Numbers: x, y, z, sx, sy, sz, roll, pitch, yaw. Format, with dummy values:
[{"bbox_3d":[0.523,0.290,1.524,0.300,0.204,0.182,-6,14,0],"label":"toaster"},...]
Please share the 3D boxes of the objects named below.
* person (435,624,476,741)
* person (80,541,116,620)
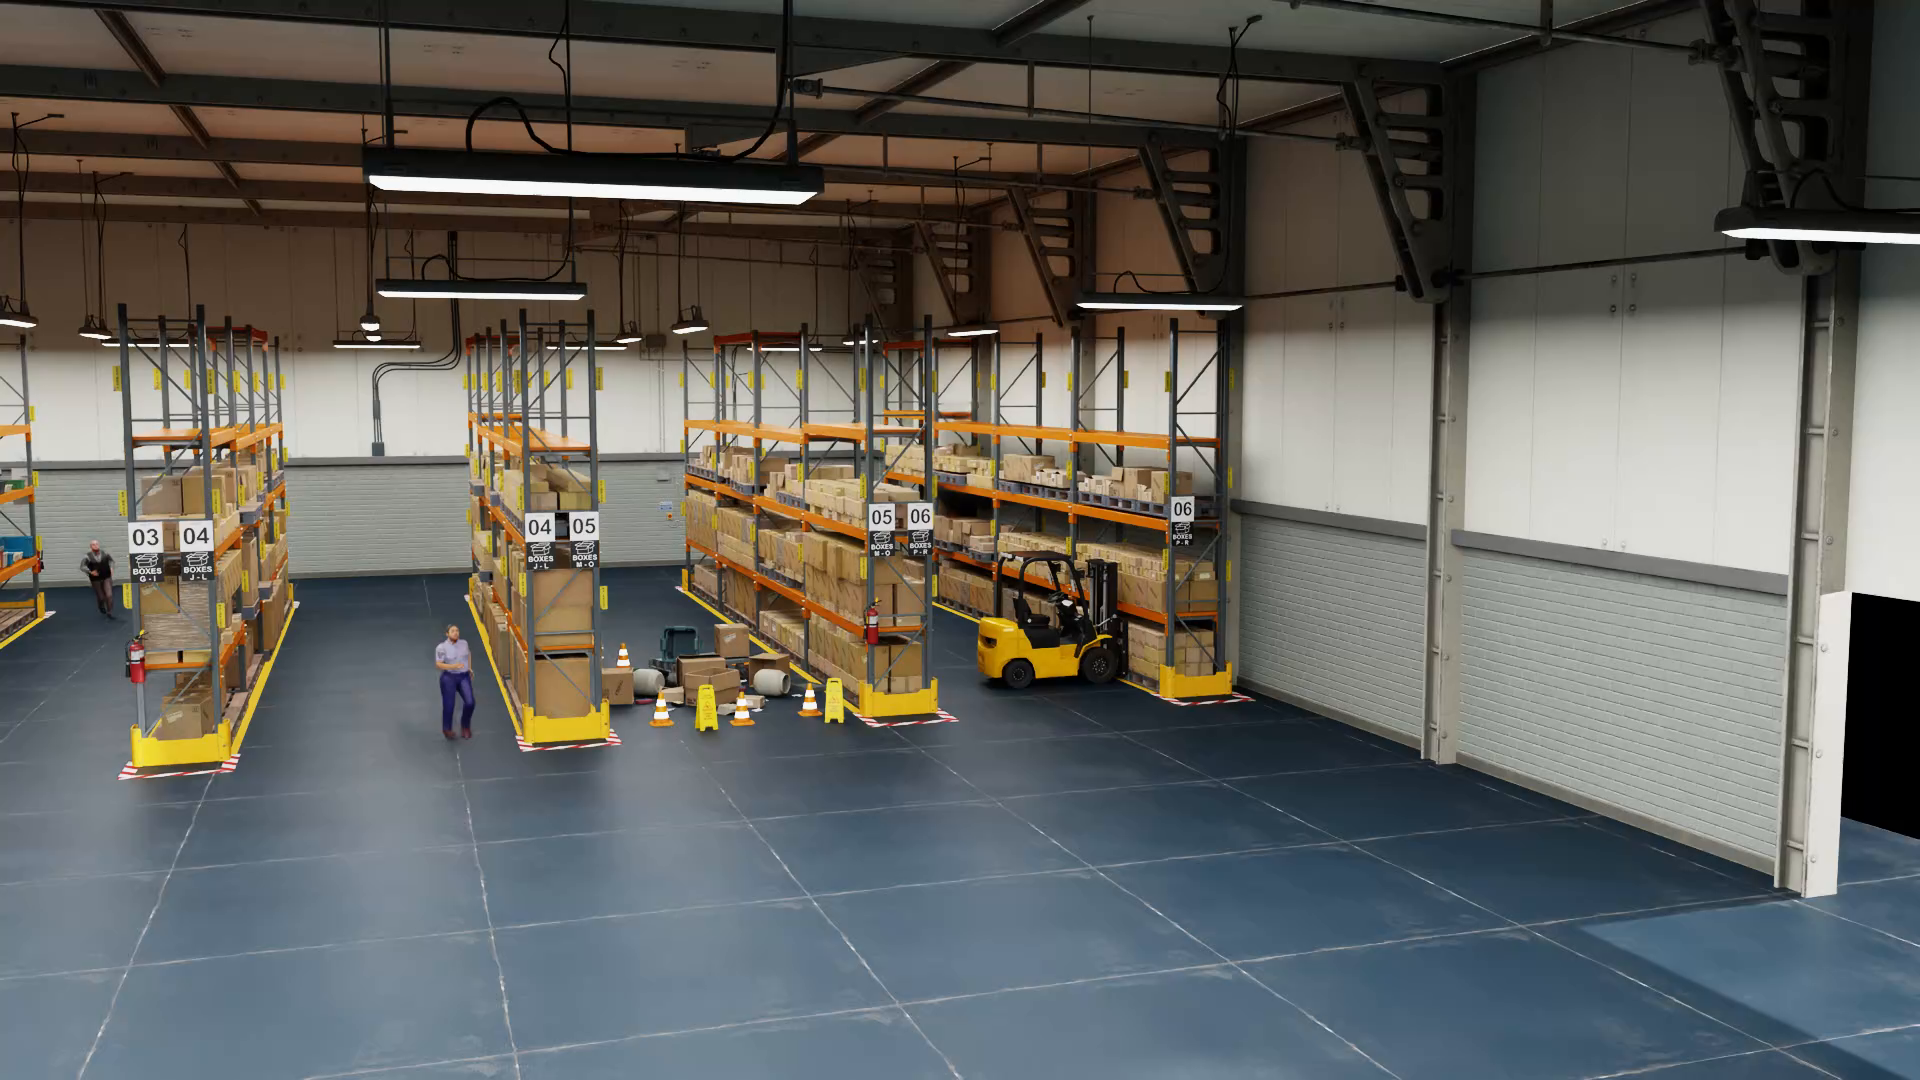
[{"bbox_3d":[-7.044,1.997,23.222,0.554,1.644,0.678,-4,7,-36],"label":"person"},{"bbox_3d":[-18.263,0.839,35.257,0.698,1.678,0.740,-5,7,-40],"label":"person"}]
